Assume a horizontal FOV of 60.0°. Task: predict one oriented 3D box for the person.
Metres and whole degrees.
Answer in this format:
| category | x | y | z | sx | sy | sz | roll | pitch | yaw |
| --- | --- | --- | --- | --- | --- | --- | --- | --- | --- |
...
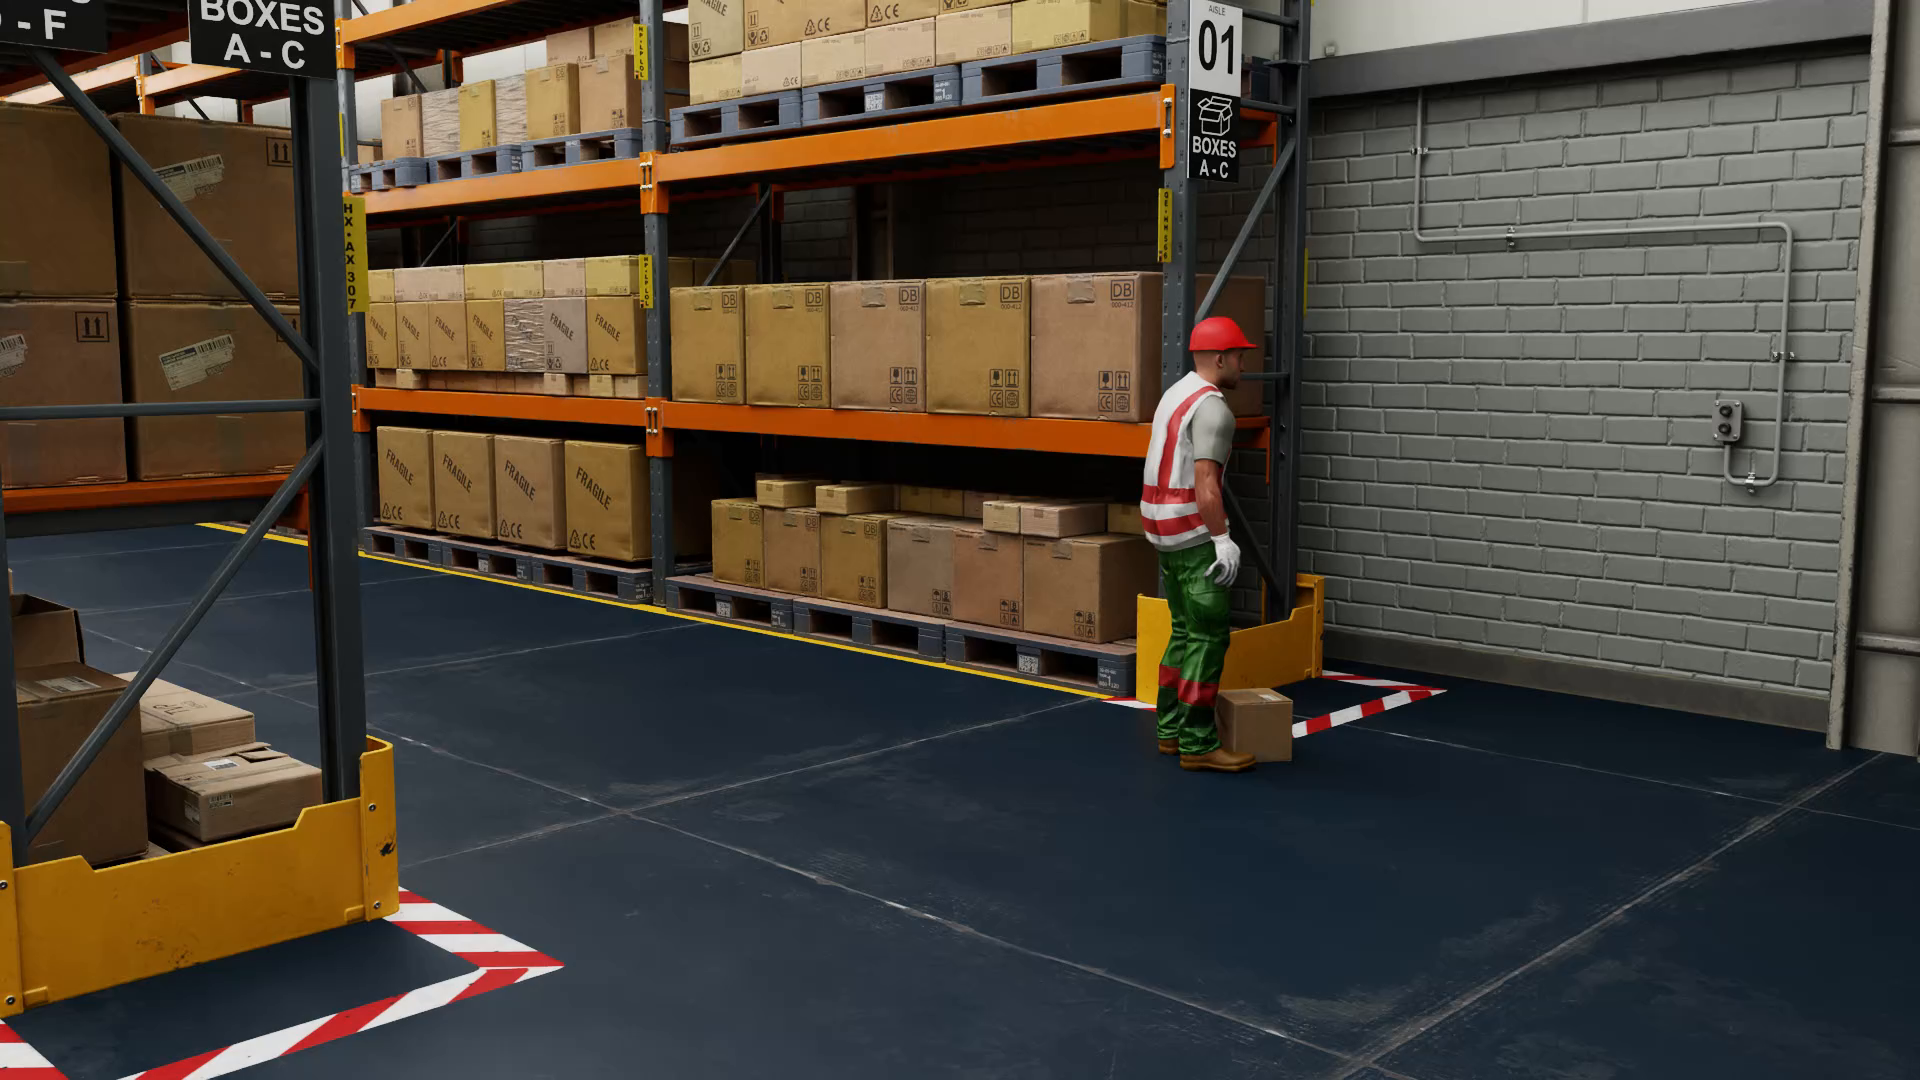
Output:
| category | x | y | z | sx | sy | sz | roll | pitch | yaw |
| --- | --- | --- | --- | --- | --- | --- | --- | --- | --- |
| person | 0.967 | 0.003 | 6.663 | 0.452 | 1.779 | 0.607 | -1 | 7 | -9 |
